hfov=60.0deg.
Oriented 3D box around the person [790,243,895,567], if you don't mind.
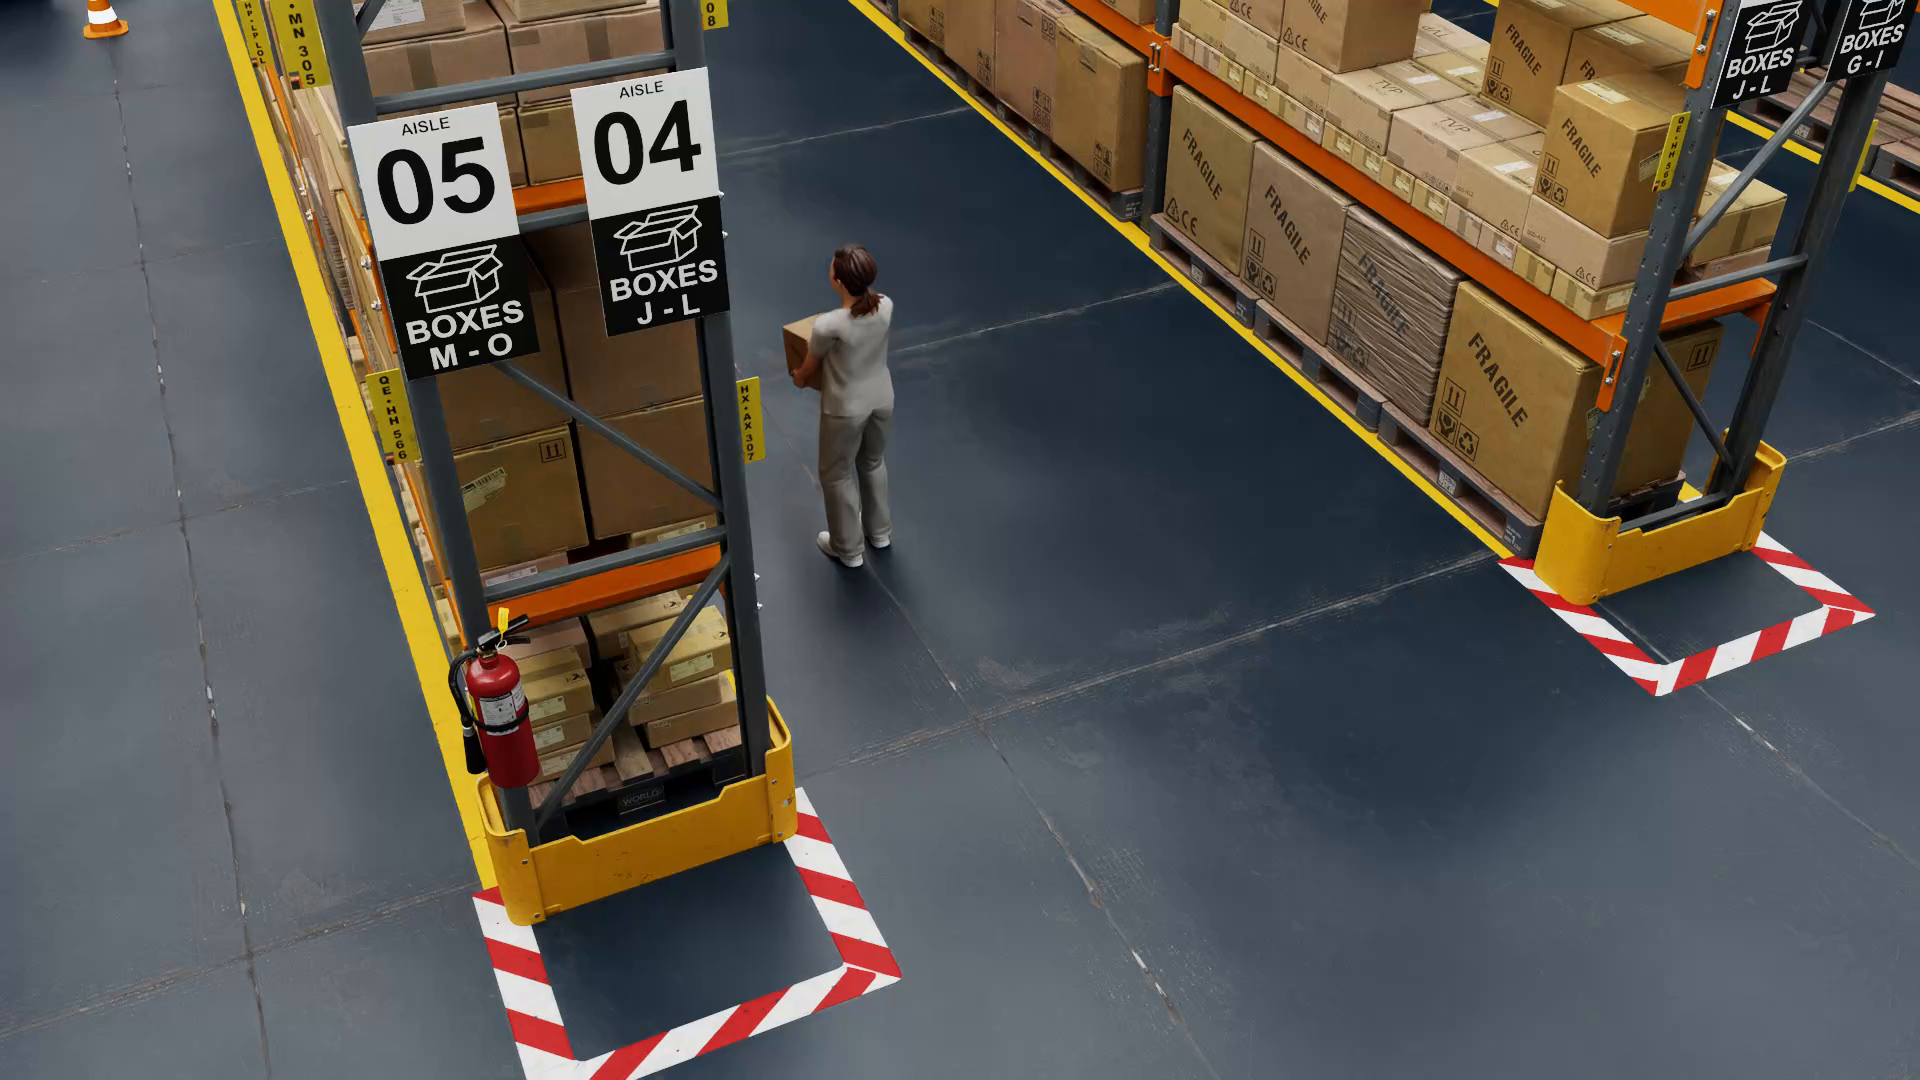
[{"bbox_3d":[-0.526,-0.649,7.714,0.431,1.668,0.535,-25,44,-29],"label":"person"}]
